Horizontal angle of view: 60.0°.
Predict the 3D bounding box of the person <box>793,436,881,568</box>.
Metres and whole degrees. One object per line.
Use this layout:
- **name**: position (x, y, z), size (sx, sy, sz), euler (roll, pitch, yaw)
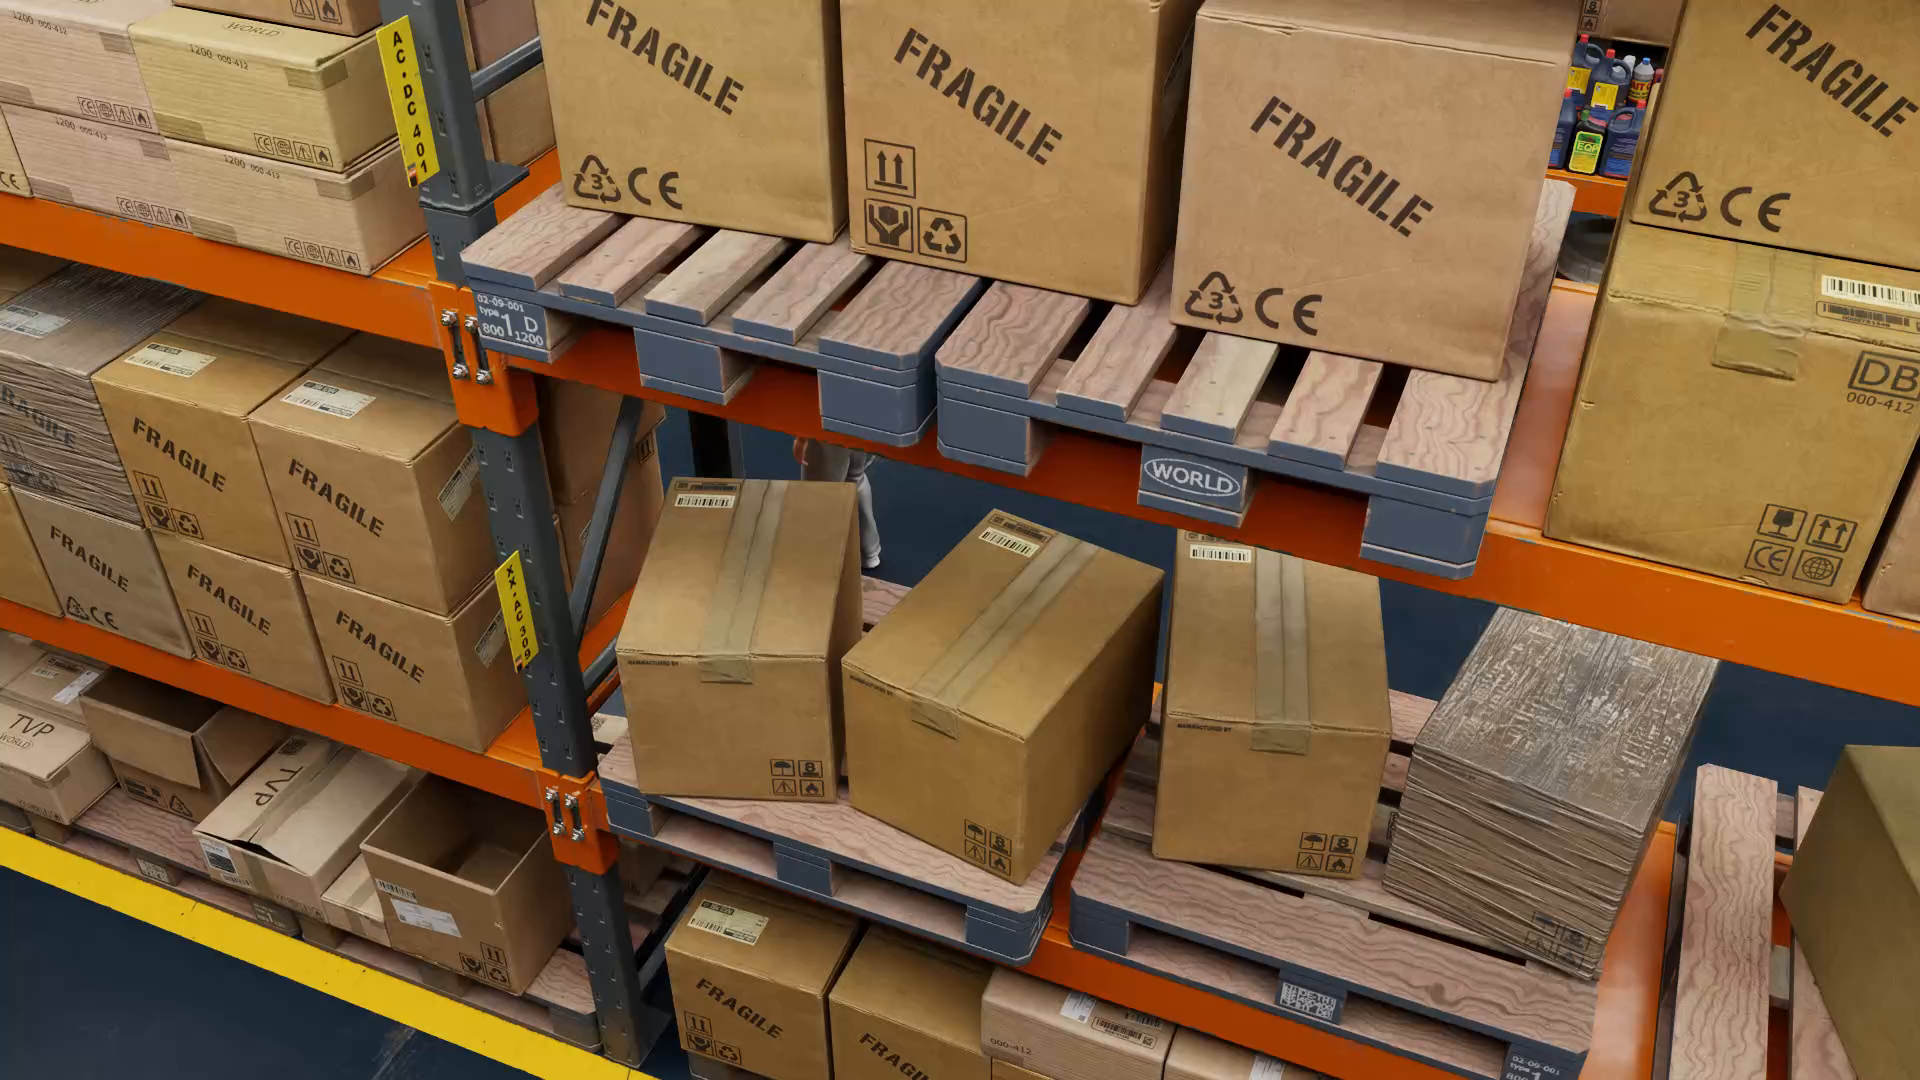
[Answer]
- **person**: position (-0.527, -0.496, 6.795), size (0.357, 1.673, 0.486), euler (14, 40, 18)
